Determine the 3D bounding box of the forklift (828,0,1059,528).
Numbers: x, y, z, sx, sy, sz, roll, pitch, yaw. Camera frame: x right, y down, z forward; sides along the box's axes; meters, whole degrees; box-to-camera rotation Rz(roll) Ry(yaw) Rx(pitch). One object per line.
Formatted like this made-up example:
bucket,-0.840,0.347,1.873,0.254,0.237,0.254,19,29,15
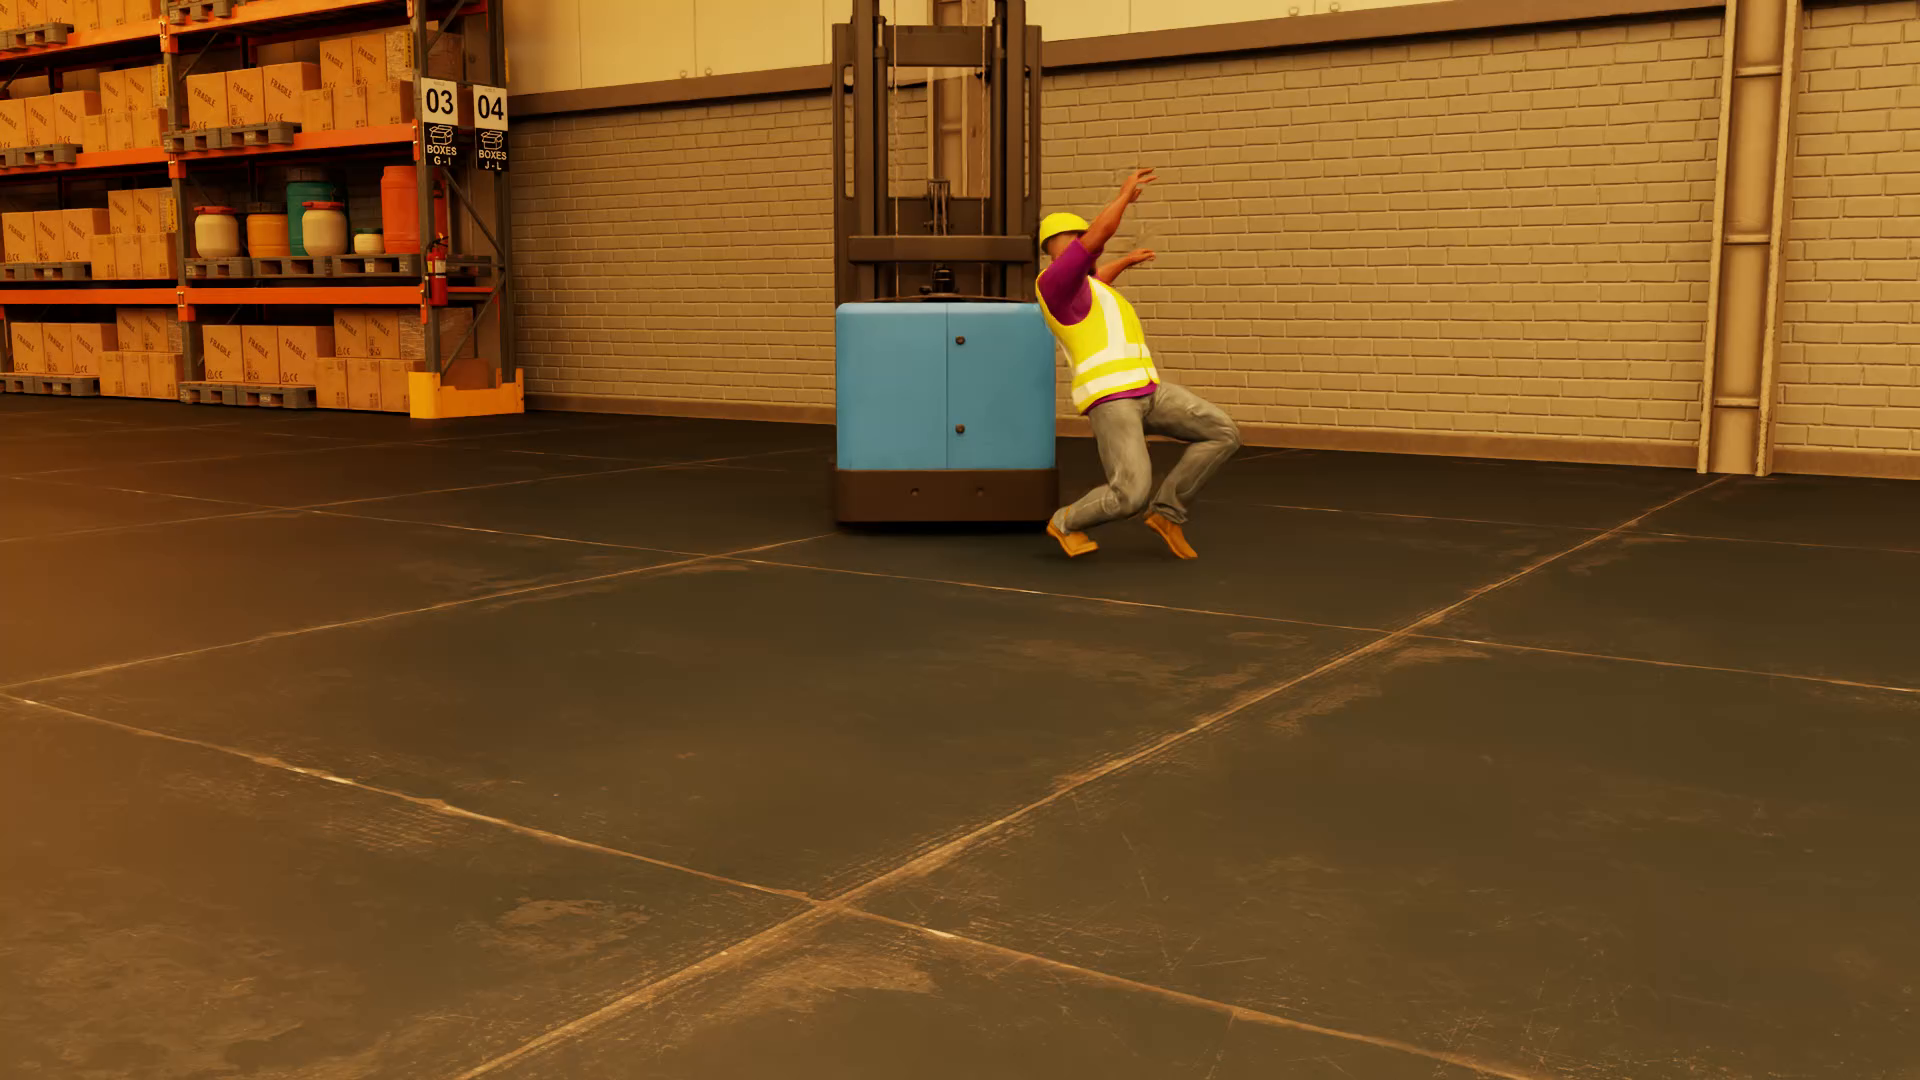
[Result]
forklift,-0.134,-1.679,8.998,1.130,2.935,3.031,0,8,-3

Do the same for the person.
person,0.815,-0.726,7.085,0.843,1.636,1.153,5,9,30
